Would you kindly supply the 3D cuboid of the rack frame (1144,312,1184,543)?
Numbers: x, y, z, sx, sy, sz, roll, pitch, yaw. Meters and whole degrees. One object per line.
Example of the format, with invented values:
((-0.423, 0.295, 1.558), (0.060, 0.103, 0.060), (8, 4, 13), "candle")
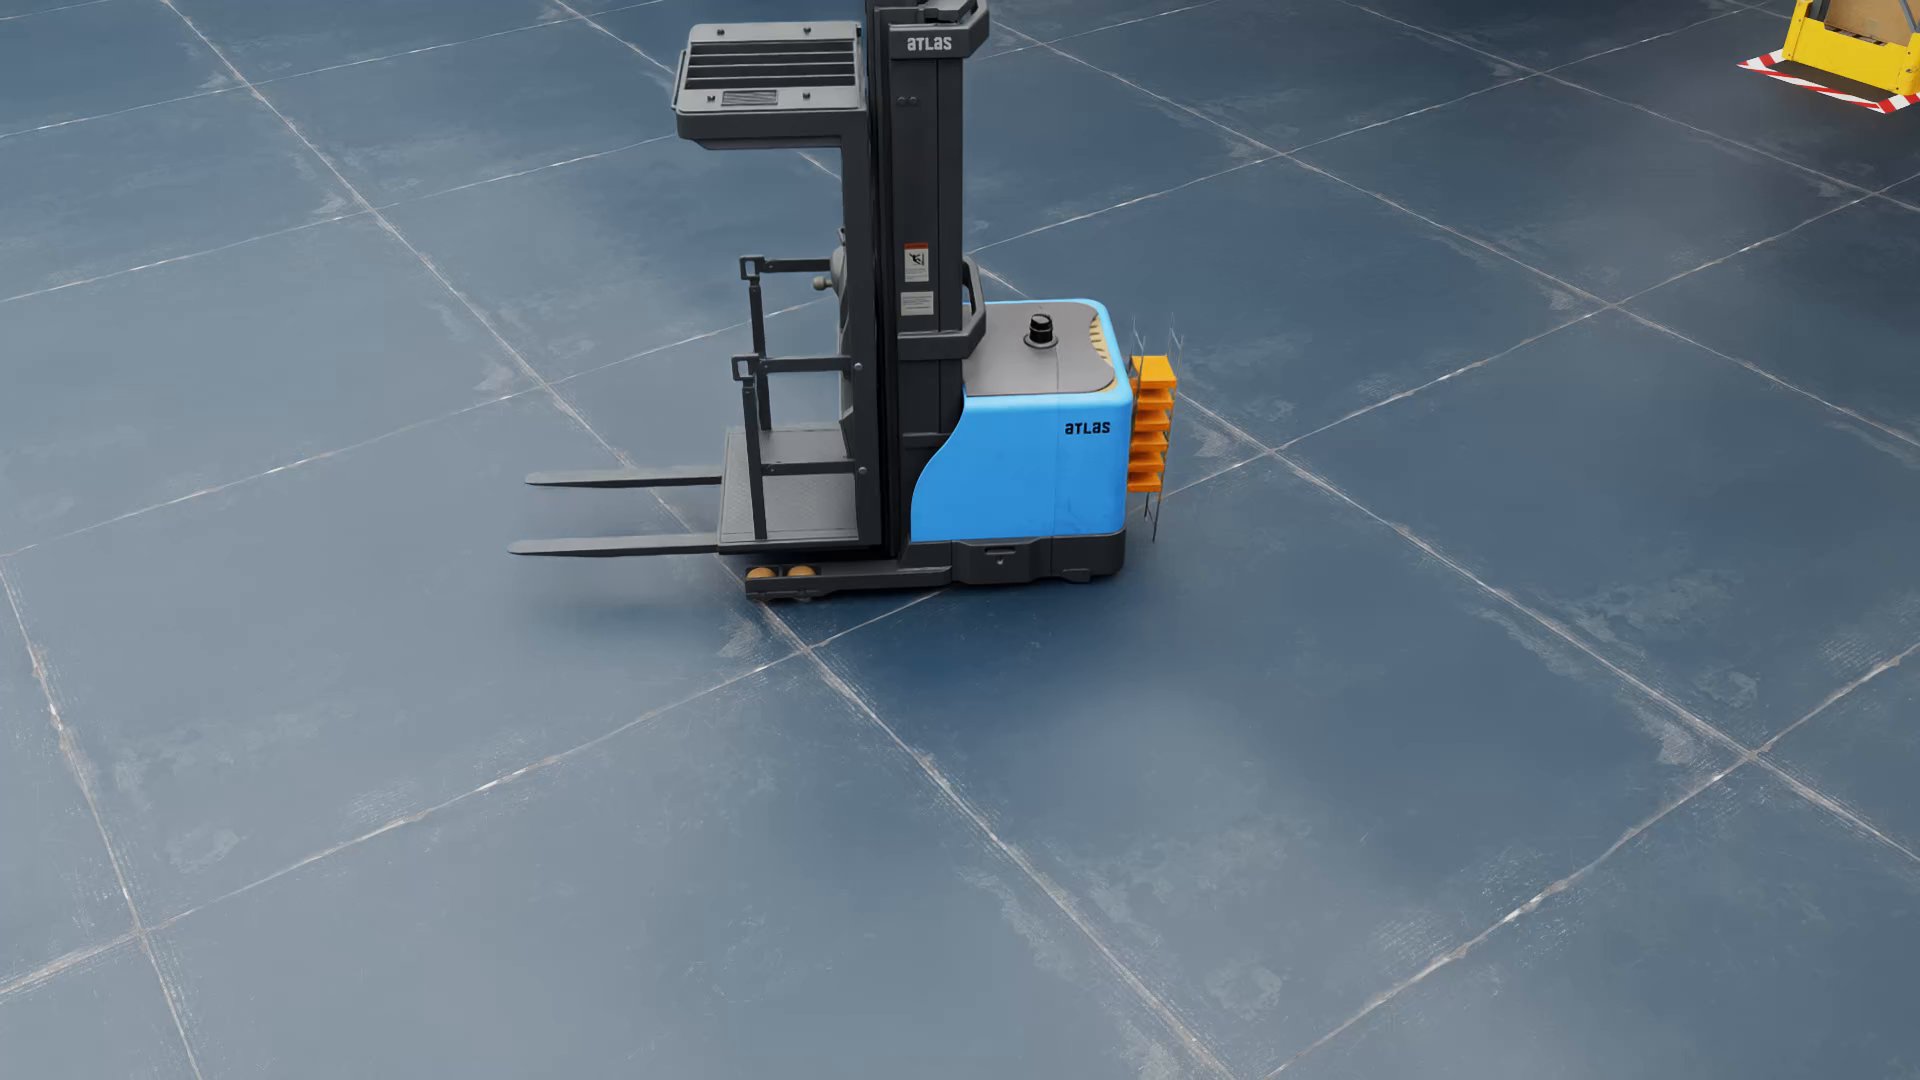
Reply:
((1.013, -0.544, 8.292), (0.006, 1.200, 0.240), (-1, 36, -7), "rack frame")

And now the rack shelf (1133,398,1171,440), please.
((0.926, -0.603, 8.238), (0.180, 0.103, 0.258), (-1, 36, -7), "rack shelf")

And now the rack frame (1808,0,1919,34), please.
((7.570, -5.187, 13.206), (0.127, 3.000, 1.000), (-22, 41, -28), "rack frame")

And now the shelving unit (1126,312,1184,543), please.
((0.922, -0.542, 8.282), (0.189, 1.200, 0.258), (-1, 36, -7), "shelving unit")

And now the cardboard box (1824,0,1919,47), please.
((8.086, -4.754, 14.065), (0.875, 0.875, 0.875), (-22, 41, -28), "cardboard box")

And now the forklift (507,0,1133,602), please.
((-0.723, -1.208, 7.733), (3.031, 2.935, 1.130), (-2, 36, -3), "forklift")

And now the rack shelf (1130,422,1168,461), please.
((0.920, -0.505, 8.307), (0.180, 0.103, 0.258), (-1, 36, -7), "rack shelf")

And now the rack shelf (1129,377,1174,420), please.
((0.931, -0.701, 8.168), (0.180, 0.103, 0.258), (-1, 36, -7), "rack shelf")

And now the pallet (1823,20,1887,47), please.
((8.179, -4.361, 14.446), (1.213, 0.211, 1.003), (-22, 41, -28), "pallet")

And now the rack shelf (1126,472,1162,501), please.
((0.908, -0.310, 8.446), (0.180, 0.103, 0.258), (-1, 36, -7), "rack shelf")

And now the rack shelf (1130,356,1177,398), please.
((0.937, -0.798, 8.099), (0.180, 0.103, 0.258), (-1, 36, -7), "rack shelf")

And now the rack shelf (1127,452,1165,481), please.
((0.914, -0.408, 8.377), (0.180, 0.103, 0.258), (-1, 36, -7), "rack shelf")

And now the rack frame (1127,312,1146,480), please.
((0.831, -0.539, 8.271), (0.006, 1.200, 0.240), (-1, 36, -7), "rack frame")

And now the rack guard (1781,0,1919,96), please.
((7.550, -4.164, 13.925), (0.348, 0.500, 1.175), (-22, 41, -28), "rack guard")
